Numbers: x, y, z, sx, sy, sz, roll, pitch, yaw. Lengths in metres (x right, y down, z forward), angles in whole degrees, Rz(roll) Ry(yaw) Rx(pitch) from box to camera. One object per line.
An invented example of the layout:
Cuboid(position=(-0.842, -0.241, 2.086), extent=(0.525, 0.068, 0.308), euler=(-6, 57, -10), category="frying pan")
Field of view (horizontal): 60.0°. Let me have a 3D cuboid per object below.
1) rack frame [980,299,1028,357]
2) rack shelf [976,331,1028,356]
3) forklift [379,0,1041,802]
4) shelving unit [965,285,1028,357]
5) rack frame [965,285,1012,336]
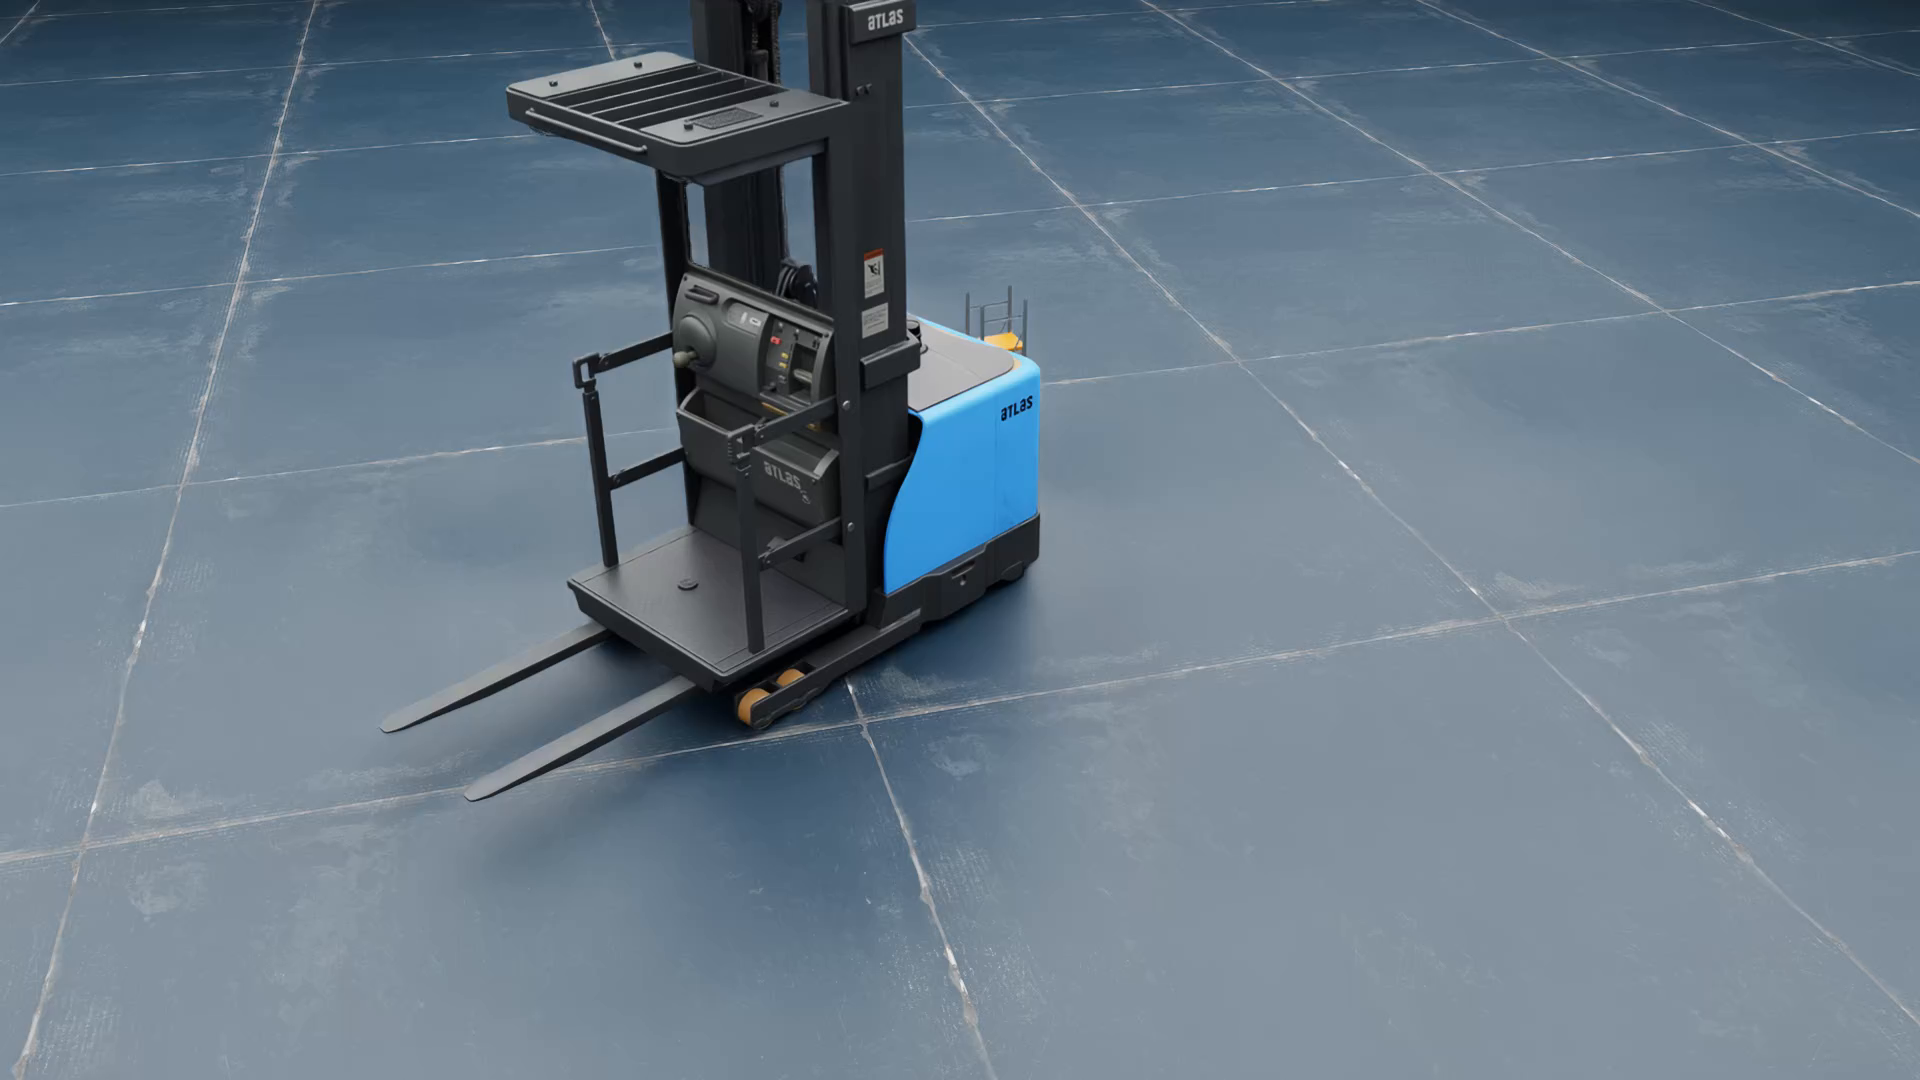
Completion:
Cuboid(position=(0.206, -0.591, 8.073), extent=(0.240, 1.200, 0.006), euler=(-12, 32, -19), category="rack frame")
Cuboid(position=(0.172, -0.906, 7.988), extent=(0.258, 0.103, 0.180), euler=(-12, 32, -19), category="rack shelf")
Cuboid(position=(-1.001, -0.774, 6.662), extent=(1.130, 2.935, 3.031), euler=(26, 39, 37), category="forklift")
Cuboid(position=(0.172, -0.633, 8.146), extent=(0.258, 1.200, 0.189), euler=(-12, 32, -19), category="shelving unit")
Cuboid(position=(0.137, -0.676, 8.219), extent=(0.240, 1.200, 0.006), euler=(-12, 32, -19), category="rack frame")
